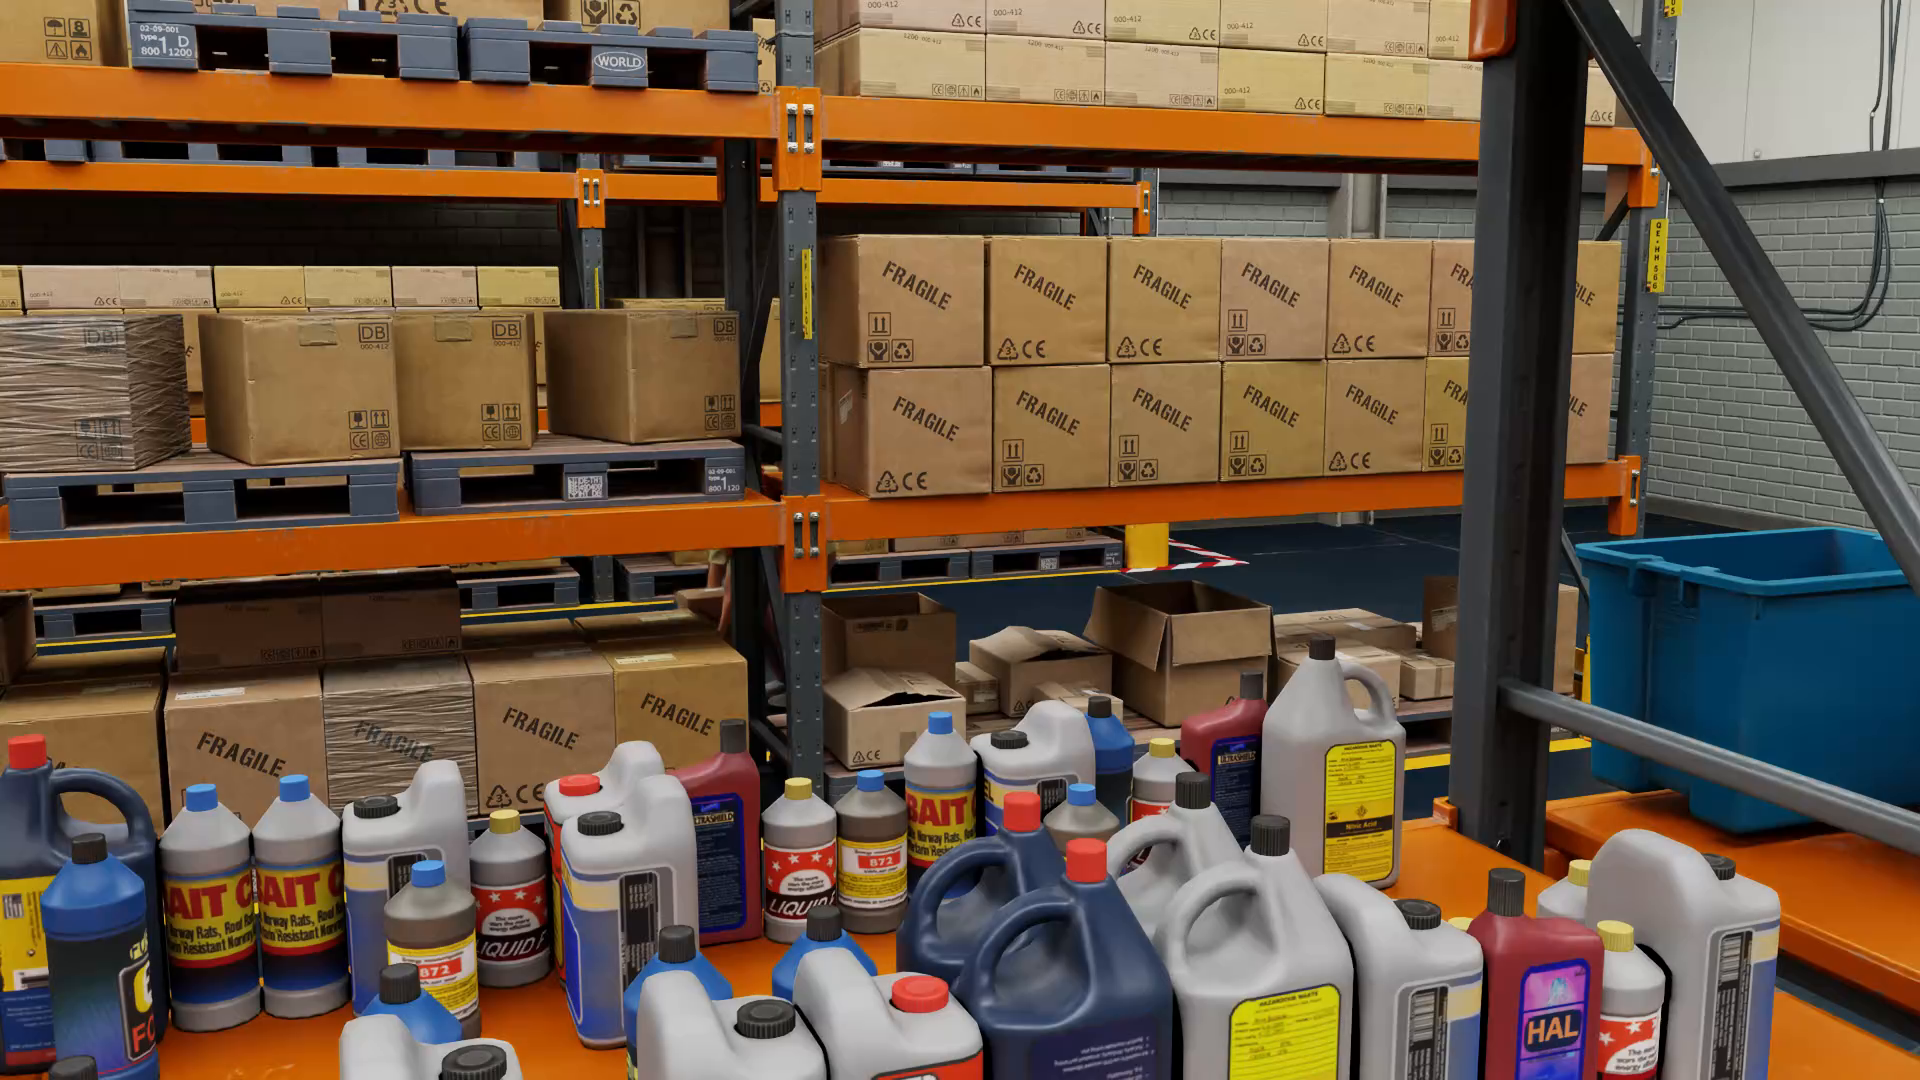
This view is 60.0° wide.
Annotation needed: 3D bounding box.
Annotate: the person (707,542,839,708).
[{"bbox_3d":[-1.032,0.289,8.369,0.860,1.105,0.453,-5,10,-27],"label":"person"}]
